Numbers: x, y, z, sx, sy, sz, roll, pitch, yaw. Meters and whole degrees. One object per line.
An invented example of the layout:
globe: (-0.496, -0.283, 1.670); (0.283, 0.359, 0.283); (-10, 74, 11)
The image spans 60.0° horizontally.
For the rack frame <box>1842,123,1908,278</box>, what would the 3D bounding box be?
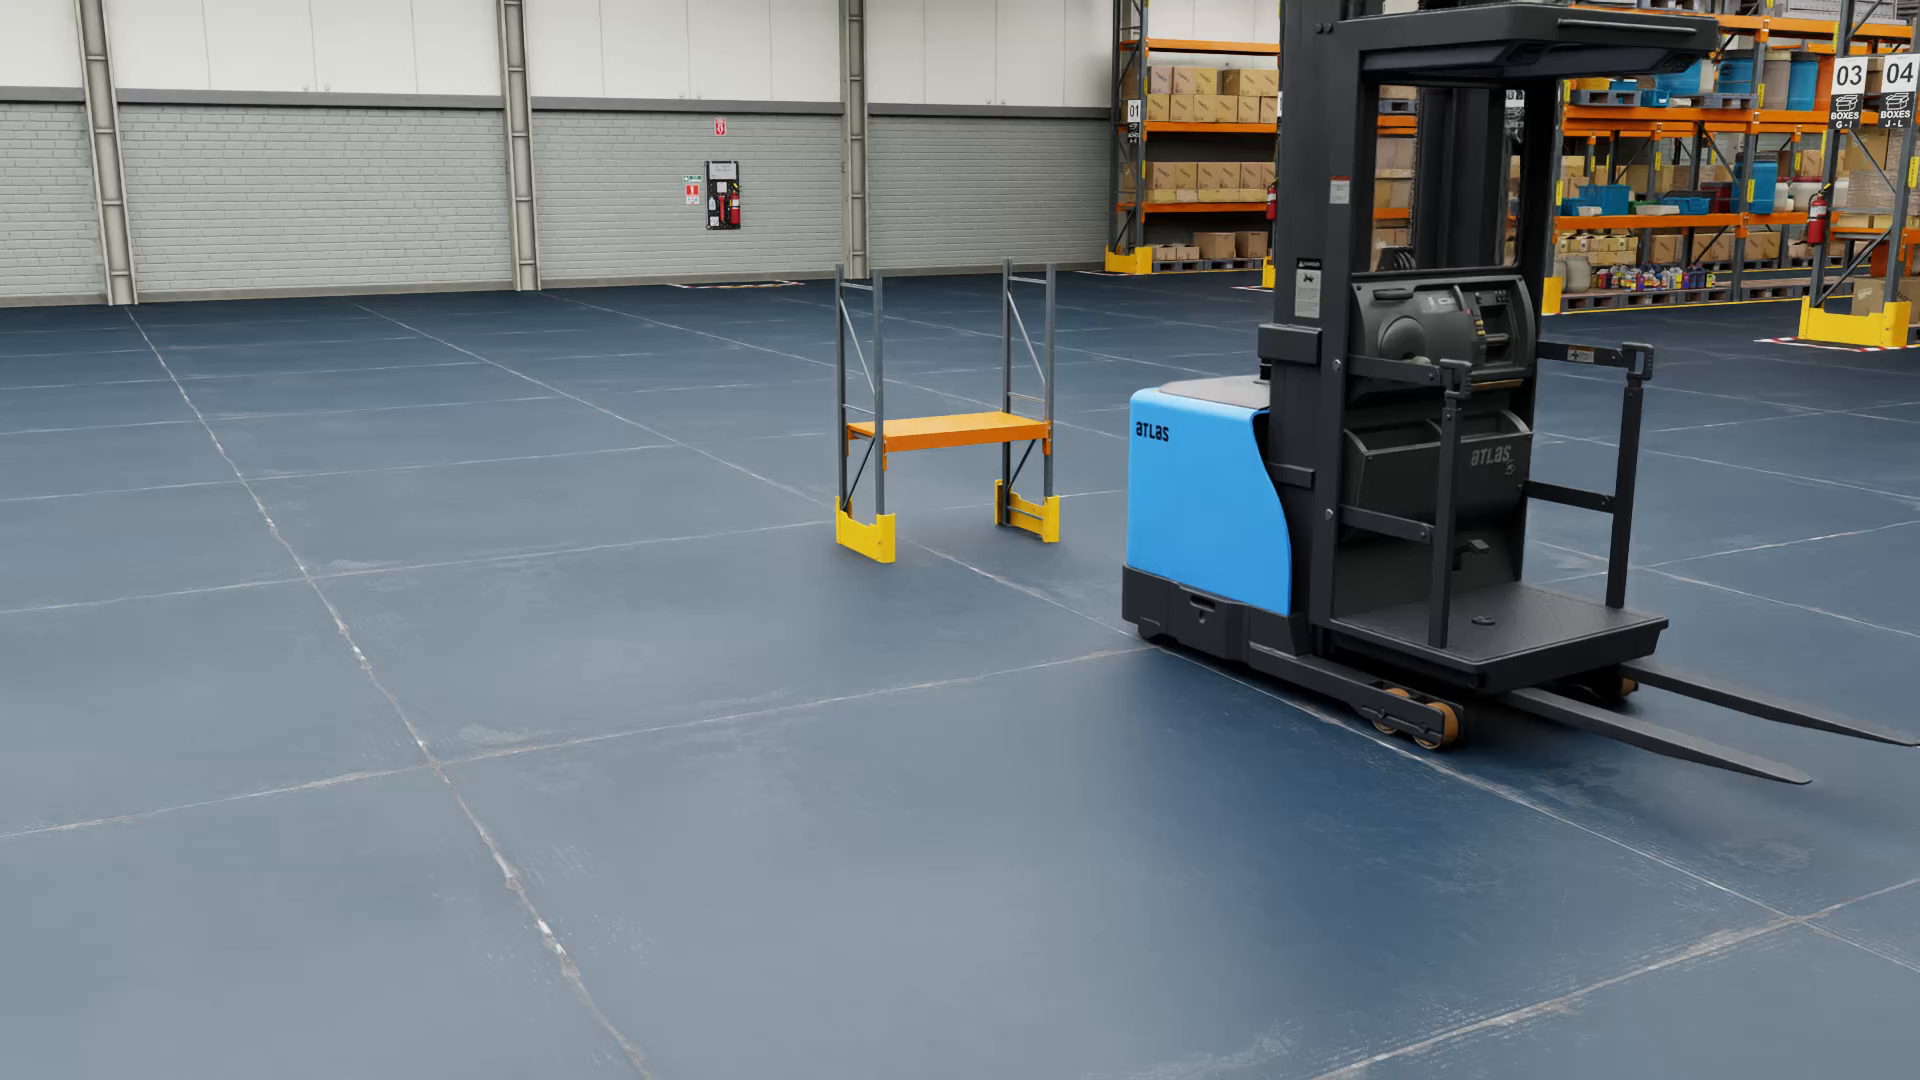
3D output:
rack frame: (14.944, -5.554, 26.957); (0.127, 3.000, 1.000); (-7, 14, -28)

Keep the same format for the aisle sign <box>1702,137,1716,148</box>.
aisle sign: (17.426, -9.523, 38.672); (0.004, 0.787, 0.394); (-7, 14, -28)

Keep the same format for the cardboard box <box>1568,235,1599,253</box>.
cardboard box: (11.335, -5.435, 30.457); (0.500, 0.311, 0.500); (-7, 14, -28)

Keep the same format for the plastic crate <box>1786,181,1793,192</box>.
plastic crate: (13.379, -5.474, 26.457); (0.583, 0.464, 0.402); (-7, 14, -28)

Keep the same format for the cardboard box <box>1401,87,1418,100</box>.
cardboard box: (7.557, -7.726, 28.267); (0.637, 0.503, 0.797); (-5, 14, -22)

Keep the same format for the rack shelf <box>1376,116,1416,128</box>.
rack shelf: (7.308, -6.990, 28.145); (4.000, 0.370, 1.077); (-7, 14, -28)

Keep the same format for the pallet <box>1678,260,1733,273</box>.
pallet: (14.317, -5.347, 32.390); (1.213, 0.211, 1.003); (-7, 14, -28)

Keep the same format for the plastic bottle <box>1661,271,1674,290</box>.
plastic bottle: (10.410, -3.825, 24.477); (0.135, 0.276, 0.152); (-7, 14, -27)

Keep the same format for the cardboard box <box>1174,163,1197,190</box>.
cardboard box: (4.177, -6.967, 31.821); (0.500, 0.500, 0.500); (-7, 14, -28)

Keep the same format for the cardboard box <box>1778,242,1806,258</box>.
cardboard box: (16.557, -5.835, 33.328); (0.500, 0.311, 0.500); (-7, 14, -28)

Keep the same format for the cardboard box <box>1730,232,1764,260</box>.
cardboard box: (15.351, -5.768, 32.596); (0.500, 0.500, 0.500); (-7, 14, -28)

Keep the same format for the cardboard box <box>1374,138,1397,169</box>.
cardboard box: (6.916, -6.511, 28.026); (0.500, 0.500, 0.700); (-7, 14, -28)

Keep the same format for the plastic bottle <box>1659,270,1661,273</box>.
plastic bottle: (10.358, -3.849, 24.567); (0.133, 0.283, 0.061); (-7, 14, -28)

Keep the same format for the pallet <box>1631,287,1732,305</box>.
pallet: (10.824, -3.710, 25.115); (1.213, 0.211, 1.003); (-7, 14, -28)

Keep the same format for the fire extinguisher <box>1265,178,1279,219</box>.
fire extinguisher: (5.226, -5.707, 27.812); (0.183, 0.674, 0.296); (-7, 14, -28)

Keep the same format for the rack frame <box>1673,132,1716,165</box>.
rack frame: (17.219, -8.305, 39.180); (0.127, 3.000, 1.000); (-7, 14, -28)

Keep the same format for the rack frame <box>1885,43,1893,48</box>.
rack frame: (19.596, -10.278, 34.281); (0.127, 3.000, 1.000); (-7, 14, -28)

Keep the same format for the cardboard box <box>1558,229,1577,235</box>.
cardboard box: (13.200, -6.947, 37.085); (0.750, 0.750, 0.750); (-7, 14, -27)

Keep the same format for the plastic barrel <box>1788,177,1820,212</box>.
plastic barrel: (13.022, -5.335, 25.675); (0.433, 0.535, 0.433); (0, 13, 0)

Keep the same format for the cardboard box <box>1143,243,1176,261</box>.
cardboard box: (3.826, -5.580, 32.194); (0.500, 0.311, 0.500); (-9, 15, -34)

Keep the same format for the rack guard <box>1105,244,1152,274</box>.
rack guard: (3.242, -5.410, 32.011); (0.348, 0.500, 1.175); (-7, 14, -28)

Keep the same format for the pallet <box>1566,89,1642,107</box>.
pallet: (8.695, -6.152, 23.212); (1.213, 0.211, 1.003); (-7, 14, -28)

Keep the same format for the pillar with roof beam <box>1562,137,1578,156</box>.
pillar with roof beam: (15.971, -10.222, 34.033); (0.400, 9.000, 9.100); (-7, 14, -28)

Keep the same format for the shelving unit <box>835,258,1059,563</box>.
shelving unit: (-0.067, -0.724, 8.909); (1.083, 1.500, 0.587); (-7, 14, -28)

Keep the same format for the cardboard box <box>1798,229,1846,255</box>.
cardboard box: (17.732, -6.125, 34.179); (0.637, 0.503, 0.797); (-7, 14, -28)

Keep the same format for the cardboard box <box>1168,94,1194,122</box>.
cardboard box: (4.077, -8.180, 31.521); (0.500, 0.500, 0.500); (-6, 14, -24)

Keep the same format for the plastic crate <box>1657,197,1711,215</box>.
plastic crate: (10.592, -4.892, 24.354); (0.616, 0.251, 0.499); (-7, 14, -28)

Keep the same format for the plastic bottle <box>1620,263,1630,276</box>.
plastic bottle: (9.987, -3.986, 25.021); (0.185, 0.351, 0.144); (-7, 14, -28)

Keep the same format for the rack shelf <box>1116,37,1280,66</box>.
rack shelf: (4.931, -9.406, 32.057); (4.000, 0.370, 1.077); (-7, 14, -28)

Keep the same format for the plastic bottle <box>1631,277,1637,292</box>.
plastic bottle: (9.754, -3.704, 24.105); (0.097, 0.201, 0.097); (0, 13, 0)

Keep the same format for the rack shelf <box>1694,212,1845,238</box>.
rack shelf: (13.189, -4.993, 26.101); (4.000, 0.370, 1.077); (-7, 14, -28)

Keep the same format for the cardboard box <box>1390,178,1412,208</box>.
cardboard box: (7.326, -5.926, 28.383); (0.500, 0.500, 0.700); (-6, 14, -26)

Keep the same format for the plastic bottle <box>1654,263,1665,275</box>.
plastic bottle: (10.595, -4.023, 25.184); (0.185, 0.351, 0.144); (-7, 14, -28)

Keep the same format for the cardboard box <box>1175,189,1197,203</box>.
cardboard box: (4.205, -6.606, 31.926); (0.500, 0.250, 0.500); (-7, 15, -30)

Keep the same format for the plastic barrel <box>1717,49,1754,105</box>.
plastic barrel: (11.776, -6.937, 25.126); (0.708, 0.901, 0.600); (-7, 14, -28)

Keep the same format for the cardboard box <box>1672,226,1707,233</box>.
cardboard box: (14.226, -6.129, 32.494); (0.500, 0.250, 0.500); (-7, 15, -29)

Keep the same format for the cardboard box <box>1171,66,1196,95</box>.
cardboard box: (4.094, -8.668, 31.412); (0.500, 0.500, 0.500); (-7, 14, -29)

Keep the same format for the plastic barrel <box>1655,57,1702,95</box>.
plastic barrel: (10.508, -6.962, 24.283); (0.708, 0.901, 0.600); (-7, 14, -28)

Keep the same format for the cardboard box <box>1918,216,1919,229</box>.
cardboard box: (10.889, -3.642, 19.033); (0.250, 0.149, 0.380); (-7, 14, -28)

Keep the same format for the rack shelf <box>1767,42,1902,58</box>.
rack shelf: (17.840, -9.715, 33.426); (4.000, 0.370, 1.077); (-7, 14, -28)

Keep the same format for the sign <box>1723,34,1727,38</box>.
sign: (17.467, -11.620, 37.939); (0.005, 0.325, 0.100); (-7, 14, -28)

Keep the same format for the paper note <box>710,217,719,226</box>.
paper note: (-4.267, -5.543, 28.915); (0.142, 0.148, 0.016); (-7, 14, -28)

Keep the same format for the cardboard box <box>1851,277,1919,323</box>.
cardboard box: (10.852, -2.806, 19.482); (0.500, 0.500, 0.500); (-4, 13, -17)

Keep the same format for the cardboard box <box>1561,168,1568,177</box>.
cardboard box: (12.981, -7.935, 36.586); (0.500, 0.500, 0.500); (-7, 14, -27)

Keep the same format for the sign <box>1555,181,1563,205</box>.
sign: (8.182, -4.741, 22.714); (0.005, 0.325, 0.100); (-7, 14, -28)

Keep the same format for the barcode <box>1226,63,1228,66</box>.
barcode: (5.260, -9.369, 32.751); (0.075, 0.075, 0.001); (-7, 14, -28)

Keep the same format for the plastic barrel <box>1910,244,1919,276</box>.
plastic barrel: (15.818, -4.677, 27.768); (0.421, 0.512, 0.421); (0, 13, 0)

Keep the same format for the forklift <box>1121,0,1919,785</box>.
forklift: (1.934, -0.812, 6.043); (1.130, 2.935, 3.031); (-8, 15, -32)

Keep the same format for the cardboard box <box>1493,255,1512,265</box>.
cardboard box: (9.536, -4.946, 29.563); (0.500, 0.250, 0.500); (-7, 15, -29)
